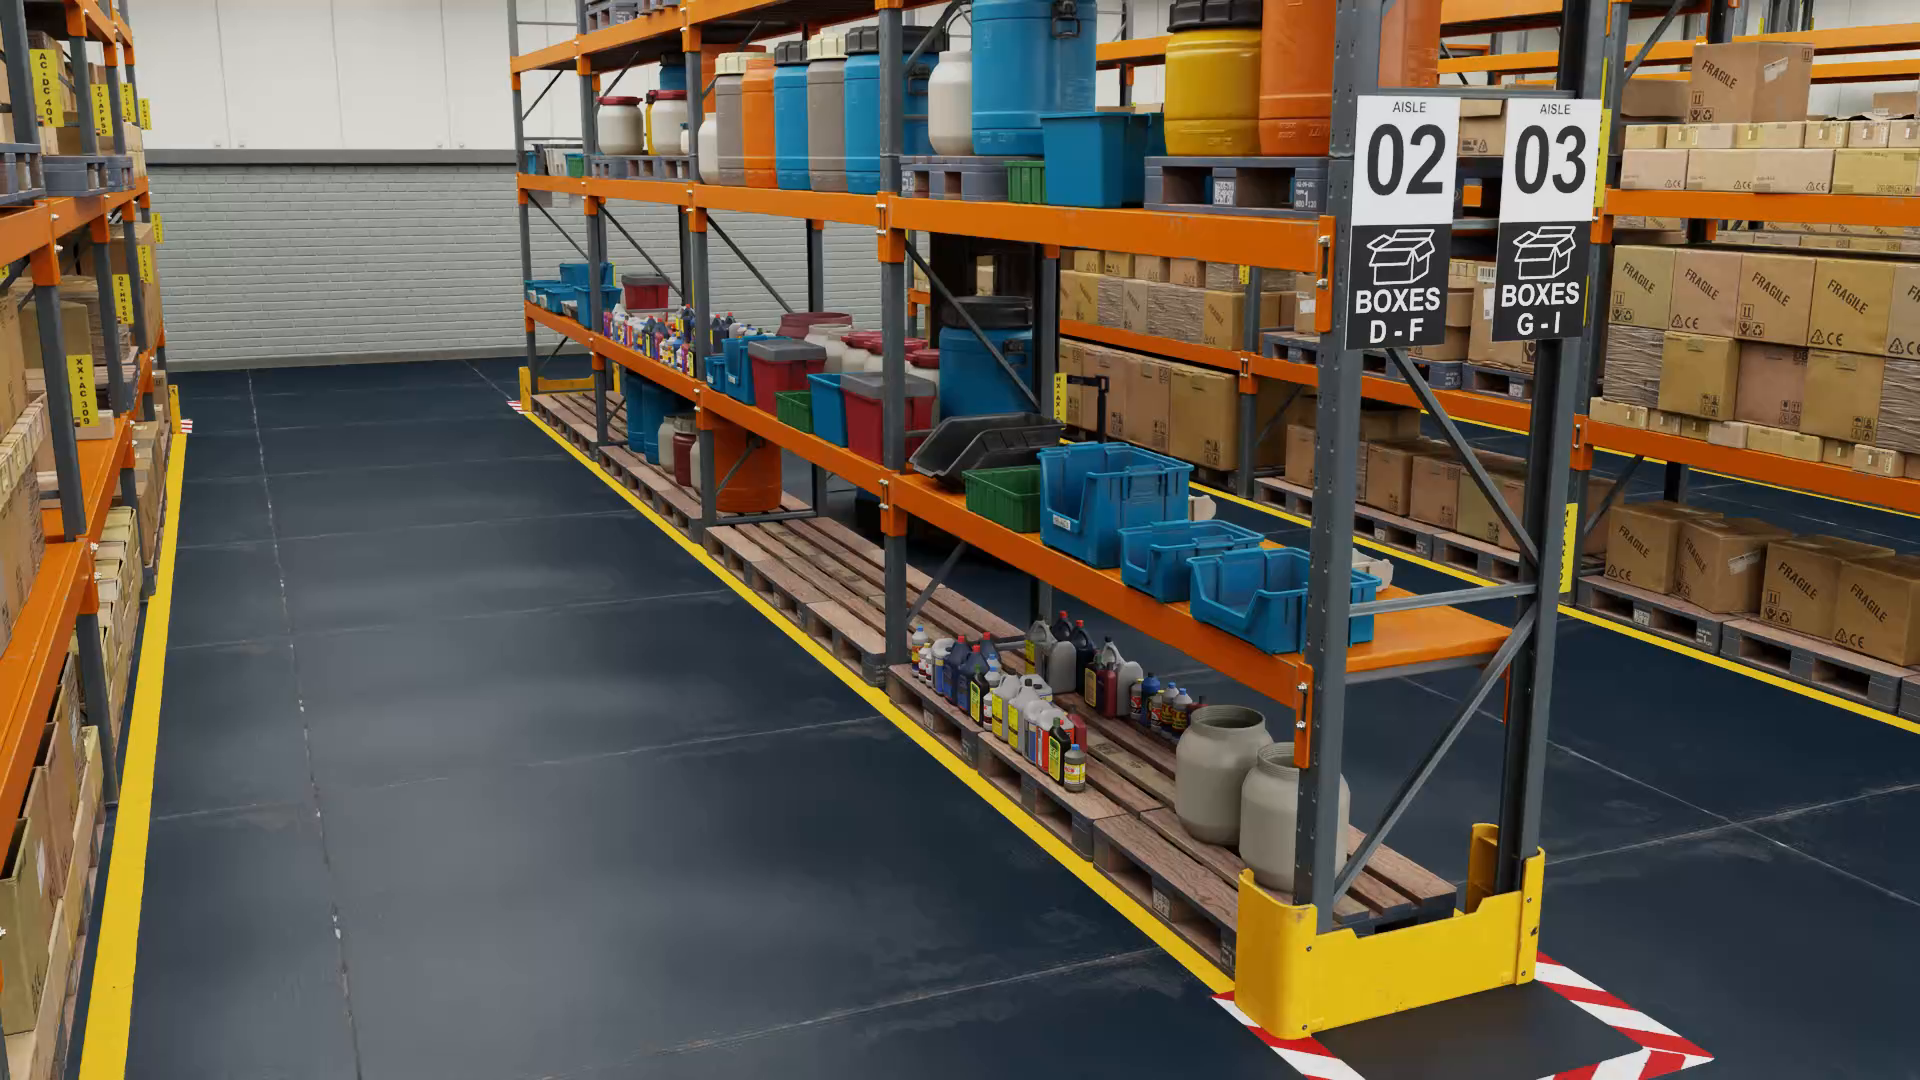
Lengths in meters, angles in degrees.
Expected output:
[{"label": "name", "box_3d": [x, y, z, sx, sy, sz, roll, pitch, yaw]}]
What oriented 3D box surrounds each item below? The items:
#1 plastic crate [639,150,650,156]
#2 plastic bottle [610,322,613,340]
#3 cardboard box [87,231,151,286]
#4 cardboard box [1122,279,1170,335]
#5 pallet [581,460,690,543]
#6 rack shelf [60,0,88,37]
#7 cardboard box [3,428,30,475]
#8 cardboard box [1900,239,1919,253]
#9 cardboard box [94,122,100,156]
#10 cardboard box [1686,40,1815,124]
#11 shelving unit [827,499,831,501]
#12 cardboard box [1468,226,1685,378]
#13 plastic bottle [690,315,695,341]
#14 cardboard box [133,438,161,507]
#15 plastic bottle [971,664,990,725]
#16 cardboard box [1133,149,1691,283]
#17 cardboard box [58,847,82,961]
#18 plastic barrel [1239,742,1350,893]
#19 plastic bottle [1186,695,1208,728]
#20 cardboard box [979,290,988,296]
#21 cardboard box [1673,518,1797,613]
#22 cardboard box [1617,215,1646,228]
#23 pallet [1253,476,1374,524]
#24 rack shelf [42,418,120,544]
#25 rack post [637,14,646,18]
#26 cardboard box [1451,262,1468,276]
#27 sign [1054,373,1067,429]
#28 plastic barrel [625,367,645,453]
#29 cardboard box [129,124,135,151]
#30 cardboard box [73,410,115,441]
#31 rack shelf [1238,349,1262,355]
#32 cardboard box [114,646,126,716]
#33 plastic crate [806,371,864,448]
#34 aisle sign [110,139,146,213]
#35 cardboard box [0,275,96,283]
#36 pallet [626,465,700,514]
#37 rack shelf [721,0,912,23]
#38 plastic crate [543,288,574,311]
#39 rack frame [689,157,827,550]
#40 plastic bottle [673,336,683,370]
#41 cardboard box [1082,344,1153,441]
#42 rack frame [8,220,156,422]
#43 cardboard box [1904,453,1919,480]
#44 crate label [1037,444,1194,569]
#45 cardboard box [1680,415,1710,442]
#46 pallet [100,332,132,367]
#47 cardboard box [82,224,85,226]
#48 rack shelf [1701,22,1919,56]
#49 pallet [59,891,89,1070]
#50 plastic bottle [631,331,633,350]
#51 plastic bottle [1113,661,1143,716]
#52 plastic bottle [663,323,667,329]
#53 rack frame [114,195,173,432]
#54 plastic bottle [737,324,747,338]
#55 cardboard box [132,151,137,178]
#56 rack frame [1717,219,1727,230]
[{"label": "plastic crate", "box_3d": [-3.396, -3.943, 17.392, 0.497, 0.269, 0.590, -6, 14, -23]}, {"label": "plastic bottle", "box_3d": [-3.277, -2.003, 15.814, 0.097, 0.201, 0.097, 0, 13, 0]}, {"label": "cardboard box", "box_3d": [-8.033, -2.689, 15.896, 0.500, 0.500, 0.500, -6, 14, -25]}, {"label": "cardboard box", "box_3d": [1.958, -2.329, 16.559, 0.500, 0.500, 0.500, -5, 14, -22]}, {"label": "pallet", "box_3d": [-5.839, 0.766, 9.593, 9.879, 0.211, 12.008, -6, 14, -23]}, {"label": "rack shelf", "box_3d": [-5.286, -2.955, 8.664, 1.077, 0.370, 4.000, -6, 14, -23]}, {"label": "cardboard box", "box_3d": [-3.869, -0.333, 6.497, 0.380, 0.149, 0.250, -6, 14, -23]}, {"label": "cardboard box", "box_3d": [8.564, -2.334, 14.364, 0.700, 0.500, 0.500, -6, 14, -23]}, {"label": "cardboard box", "box_3d": [-6.706, -2.801, 11.946, 0.910, 0.500, 0.500, -6, 14, -23]}, {"label": "cardboard box", "box_3d": [5.007, -2.887, 10.550, 0.500, 0.500, 0.500, -6, 14, -25]}, {"label": "shelving unit", "box_3d": [10.888, -2.662, 11.567, 19.721, 6.000, 15.233, -6, 14, -24]}, {"label": "cardboard box", "box_3d": [4.403, -1.732, 11.940, 1.000, 1.000, 1.000, -6, 14, -23]}, {"label": "plastic bottle", "box_3d": [-2.454, -1.954, 15.447, 0.097, 0.271, 0.097, 0, 13, 0]}, {"label": "cardboard box", "box_3d": [-6.839, -0.531, 13.581, 0.500, 0.500, 0.500, -5, 14, -22]}, {"label": "plastic bottle", "box_3d": [0.102, 0.779, 8.401, 0.061, 0.283, 0.133, -5, 14, -20]}, {"label": "cardboard box", "box_3d": [3.415, -2.546, 13.615, 1.196, 1.250, 7.084, -6, 14, -25]}, {"label": "cardboard box", "box_3d": [-3.493, 1.356, 6.026, 0.500, 0.250, 0.500, -6, 14, -23]}, {"label": "plastic barrel", "box_3d": [1.324, 1.094, 6.579, 0.421, 0.512, 0.421, 0, 13, 0]}, {"label": "plastic bottle", "box_3d": [1.143, 0.873, 7.994, 0.061, 0.283, 0.133, -5, 14, -22]}, {"label": "cardboard box", "box_3d": [0.451, -2.888, 19.753, 0.380, 0.149, 0.250, -6, 14, -24]}, {"label": "cardboard box", "box_3d": [4.953, 0.158, 10.645, 0.500, 0.500, 0.500, -1, 13, -5]}, {"label": "cardboard box", "box_3d": [9.618, -4.425, 23.397, 0.500, 0.500, 0.500, -5, 14, -22]}, {"label": "pallet", "box_3d": [3.303, -0.365, 14.479, 1.003, 0.211, 1.213, -6, 14, -23]}, {"label": "rack shelf", "box_3d": [-0.070, -4.152, 15.239, 15.826, 4.752, 11.863, -6, 14, -23]}, {"label": "rack post", "box_3d": [-2.222, -4.537, 14.123, 0.937, 0.300, 0.954, -4, 14, -17]}, {"label": "cardboard box", "box_3d": [5.920, -3.136, 19.234, 0.380, 0.149, 0.250, -5, 14, -22]}, {"label": "sign", "box_3d": [0.564, -0.794, 9.532, 0.100, 0.325, 0.005, -6, 14, -23]}, {"label": "plastic barrel", "box_3d": [-2.947, -1.332, 16.197, 0.600, 0.901, 0.708, -6, 14, -23]}, {"label": "cardboard box", "box_3d": [-8.048, -3.780, 15.620, 0.500, 0.250, 0.500, -6, 14, -23]}, {"label": "cardboard box", "box_3d": [-5.474, -0.708, 10.333, 0.380, 0.149, 0.250, -6, 14, -23]}, {"label": "rack shelf", "box_3d": [2.190, -2.043, 16.707, 0.919, 0.124, 3.809, -6, 14, -23]}, {"label": "cardboard box", "box_3d": [-4.623, 0.759, 8.605, 0.500, 0.250, 0.500, -5, 14, -22]}, {"label": "plastic crate", "box_3d": [-0.672, -0.803, 10.224, 0.392, 0.384, 0.575, -6, 14, -23]}, {"label": "aisle sign", "box_3d": [-9.039, -3.952, 18.028, 0.394, 0.787, 0.004, -6, 14, -23]}, {"label": "cardboard box", "box_3d": [-7.705, -1.953, 14.001, 0.700, 0.500, 0.500, -12, 18, -42]}, {"label": "pallet", "box_3d": [-2.386, -0.490, 15.019, 1.003, 0.211, 1.213, -6, 14, -23]}, {"label": "rack shelf", "box_3d": [-0.746, -3.472, 10.578, 0.831, 0.071, 3.687, -6, 14, -23]}, {"label": "plastic crate", "box_3d": [-4.427, -2.685, 18.559, 0.416, 0.233, 0.300, -6, 14, -23]}, {"label": "rack frame", "box_3d": [-1.547, -1.438, 12.929, 1.000, 3.000, 0.127, -6, 14, -23]}, {"label": "plastic bottle", "box_3d": [-2.300, -1.533, 13.628, 0.097, 0.271, 0.097, 0, 13, 0]}, {"label": "cardboard box", "box_3d": [2.022, -1.566, 17.264, 1.225, 0.875, 0.875, -6, 14, -25]}, {"label": "rack frame", "box_3d": [-7.690, -1.817, 14.570, 1.000, 3.000, 0.127, -6, 14, -23]}, {"label": "cardboard box", "box_3d": [5.377, -0.407, 9.033, 0.380, 0.149, 0.250, -6, 14, -23]}, {"label": "crate label", "box_3d": [0.672, -0.158, 7.321, 0.502, 0.435, 0.616, -6, 14, -23]}, {"label": "cardboard box", "box_3d": [4.726, -0.712, 10.351, 0.380, 0.149, 0.250, -6, 14, -23]}, {"label": "pallet", "box_3d": [-7.470, -1.549, 13.836, 1.003, 0.211, 1.213, -6, 14, -23]}, {"label": "cardboard box", "box_3d": [-9.356, -3.064, 17.518, 0.500, 0.500, 0.500, -5, 14, -21]}, {"label": "rack shelf", "box_3d": [8.377, -4.276, 14.372, 1.077, 0.370, 4.000, -6, 14, -23]}, {"label": "pallet", "box_3d": [-3.712, 1.614, 5.926, 1.003, 0.211, 1.213, -6, 14, -23]}, {"label": "plastic bottle", "box_3d": [-2.921, -1.820, 15.020, 0.097, 0.201, 0.097, 0, 13, 0]}, {"label": "plastic bottle", "box_3d": [0.845, 0.749, 8.548, 0.152, 0.276, 0.135, -5, 14, -22]}, {"label": "plastic bottle", "box_3d": [-2.618, -1.779, 14.687, 0.097, 0.271, 0.097, 0, 13, 0]}, {"label": "rack frame", "box_3d": [-9.292, -2.644, 18.141, 1.000, 3.000, 0.127, -6, 14, -23]}, {"label": "plastic bottle", "box_3d": [-1.908, -1.759, 14.601, 0.097, 0.271, 0.097, 0, 13, 0]}, {"label": "cardboard box", "box_3d": [-8.053, -3.536, 15.674, 0.500, 0.250, 0.500, -6, 14, -23]}, {"label": "rack frame", "box_3d": [10.469, -3.607, 22.300, 1.000, 3.000, 0.127, -6, 14, -23]}]
